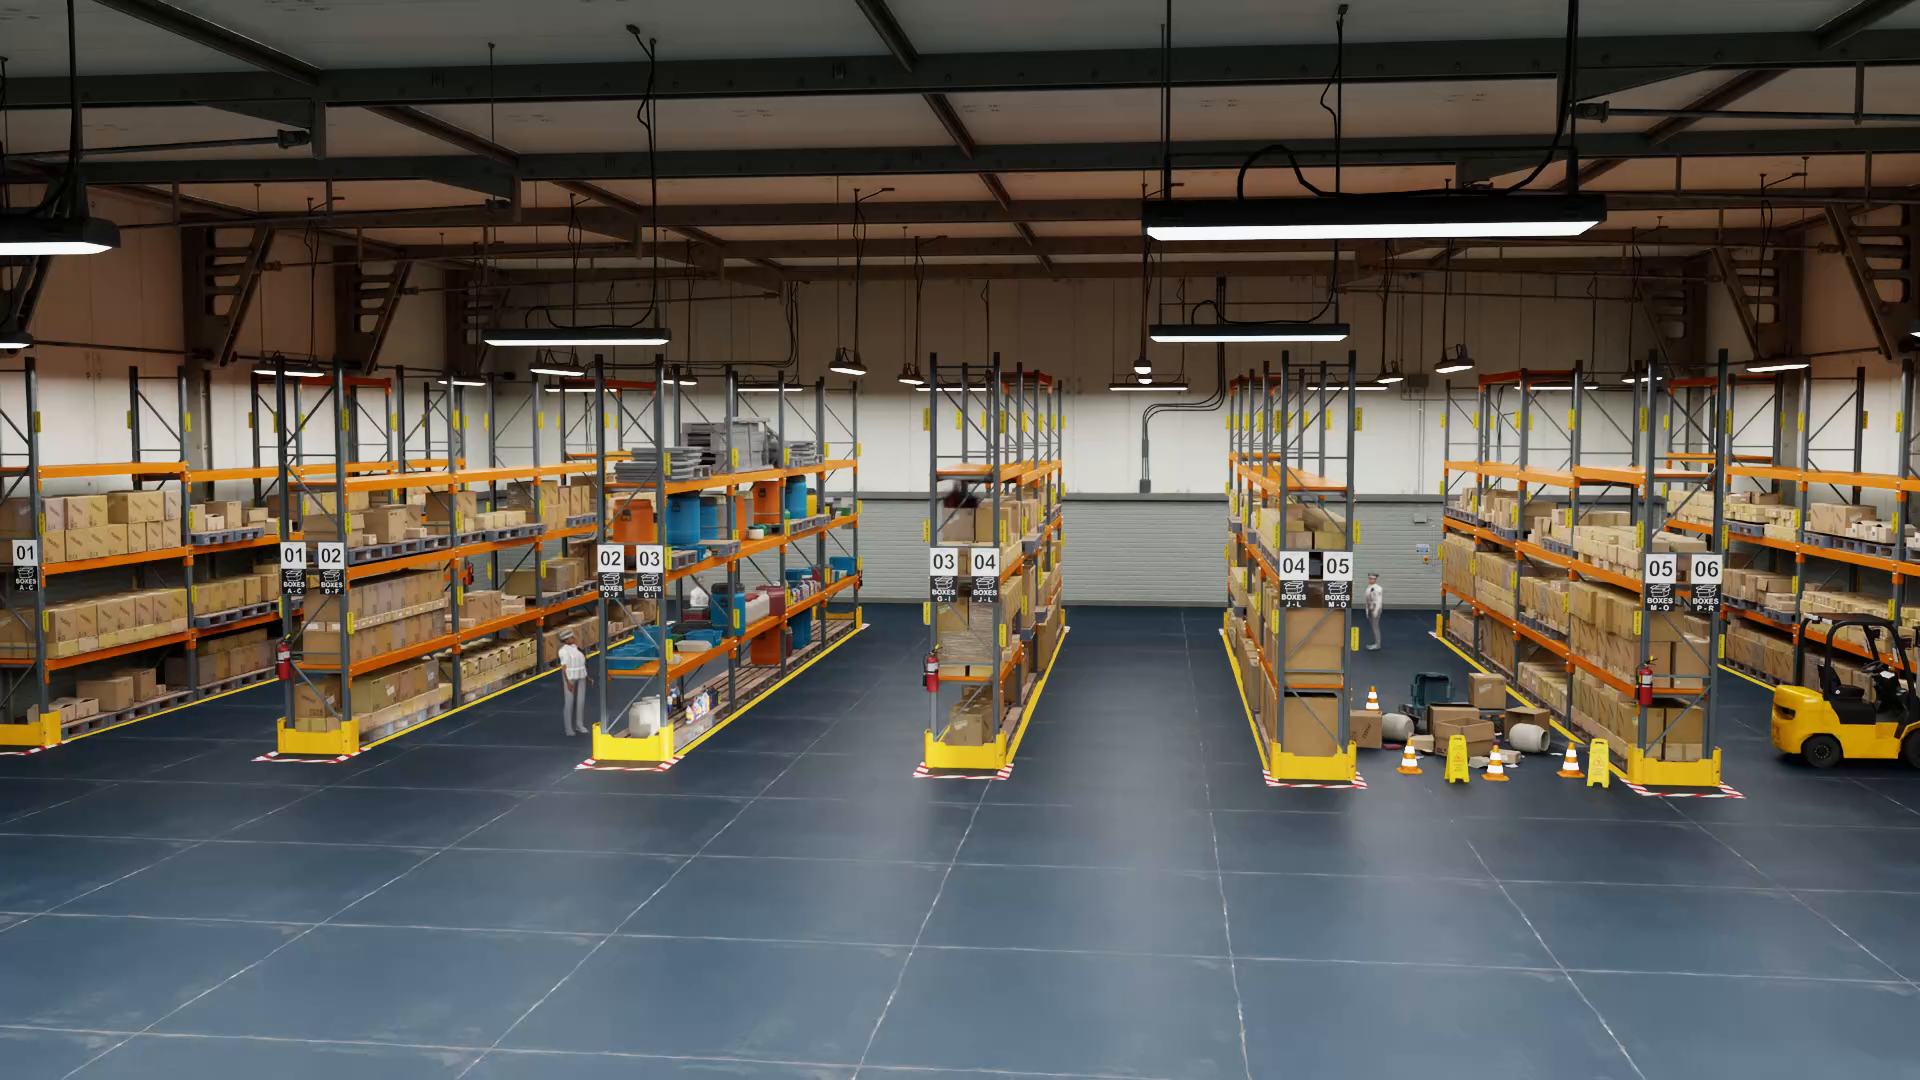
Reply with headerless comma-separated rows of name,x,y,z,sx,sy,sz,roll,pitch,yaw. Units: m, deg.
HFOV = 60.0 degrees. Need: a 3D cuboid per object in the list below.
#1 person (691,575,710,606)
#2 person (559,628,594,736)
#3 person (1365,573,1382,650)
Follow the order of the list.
person,-5.590,1.615,36.057,0.479,1.709,0.498,1,4,20
person,-6.207,2.278,26.875,0.499,1.711,0.517,4,6,44
person,9.112,1.563,36.671,0.339,1.689,0.505,0,4,-5
